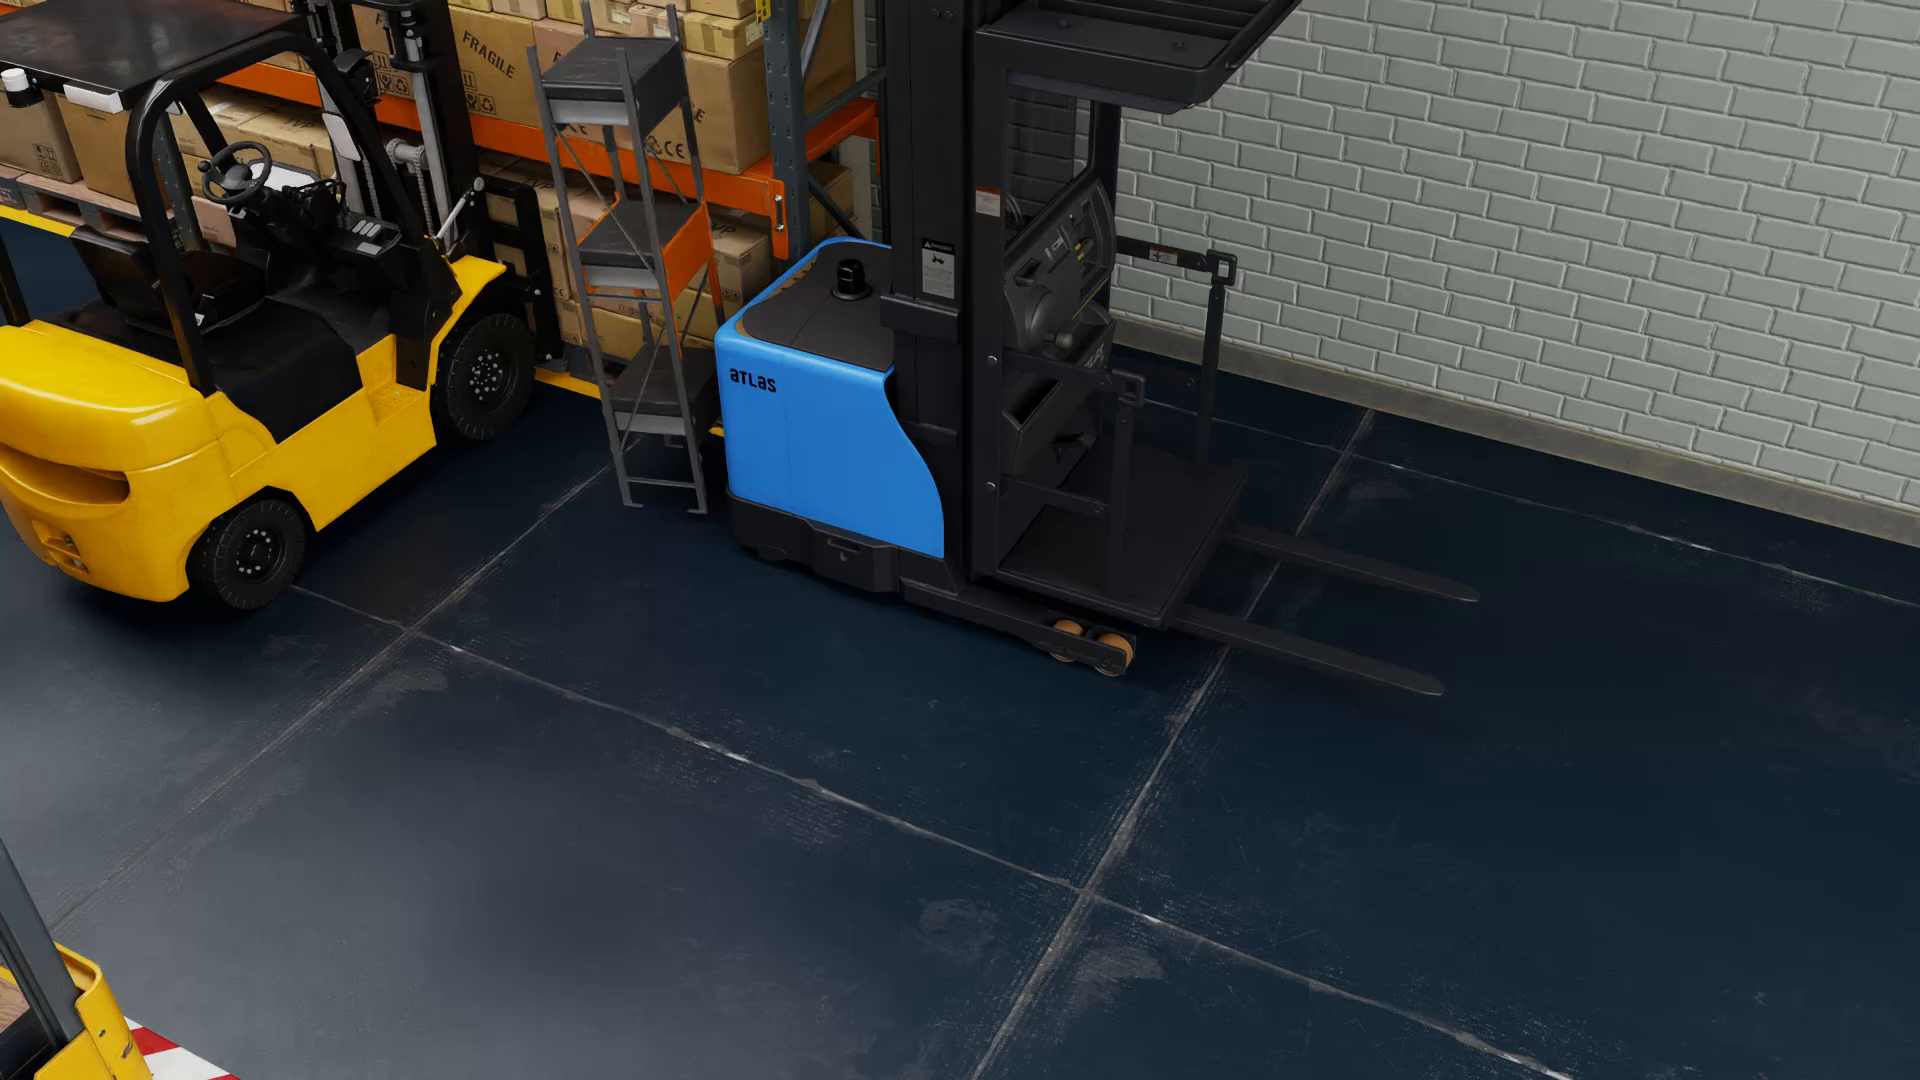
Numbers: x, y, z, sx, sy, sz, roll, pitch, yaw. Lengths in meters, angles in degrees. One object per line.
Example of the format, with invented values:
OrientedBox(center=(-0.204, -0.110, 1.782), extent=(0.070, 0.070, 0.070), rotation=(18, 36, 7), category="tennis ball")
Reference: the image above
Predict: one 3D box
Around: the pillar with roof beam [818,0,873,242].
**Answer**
OrientedBox(center=(-2.698, -2.685, 3.345), extent=(0.400, 9.000, 9.100), rotation=(17, 41, 21), category="pillar with roof beam")

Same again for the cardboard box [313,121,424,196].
OrientedBox(center=(-2.884, -1.929, 8.411), extent=(0.500, 0.250, 0.500), rotation=(19, 41, 23), category="cardboard box")

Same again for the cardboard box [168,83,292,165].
OrientedBox(center=(-3.781, -2.209, 8.779), extent=(0.500, 0.250, 0.500), rotation=(17, 40, 21), category="cardboard box")

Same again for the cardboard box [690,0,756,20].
OrientedBox(center=(-0.929, -2.333, 6.977), extent=(0.250, 0.149, 0.380), rotation=(17, 41, 22), category="cardboard box")

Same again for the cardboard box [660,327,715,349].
OrientedBox(center=(-1.077, -0.963, 7.964), extent=(0.500, 0.250, 0.500), rotation=(18, 41, 22), category="cardboard box")

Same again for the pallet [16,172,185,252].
OrientedBox(center=(-4.738, -2.115, 9.862), extent=(1.213, 0.211, 1.003), rotation=(17, 41, 21), category="pallet")

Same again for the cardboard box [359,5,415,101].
OrientedBox(center=(-2.435, -2.391, 7.836), extent=(0.500, 0.500, 0.500), rotation=(18, 41, 22), category="cardboard box")

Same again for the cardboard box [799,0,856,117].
OrientedBox(center=(-0.826, -2.256, 7.659), extent=(0.500, 0.500, 0.500), rotation=(19, 41, 23), category="cardboard box")

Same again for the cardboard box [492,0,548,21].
OrientedBox(center=(-1.867, -2.458, 7.388), extent=(0.250, 0.149, 0.380), rotation=(16, 40, 20), category="cardboard box")

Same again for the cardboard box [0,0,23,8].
OrientedBox(center=(-5.083, -3.119, 9.002), extent=(0.500, 0.250, 0.500), rotation=(17, 40, 21), category="cardboard box")

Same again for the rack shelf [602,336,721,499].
OrientedBox(center=(-1.269, -0.550, 7.395), extent=(0.431, 0.518, 0.480), rotation=(6, 37, 13), category="rack shelf")

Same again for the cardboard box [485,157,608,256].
OrientedBox(center=(-1.975, -1.634, 8.022), extent=(0.500, 0.250, 0.500), rotation=(18, 41, 22), category="cardboard box")

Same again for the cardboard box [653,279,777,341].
OrientedBox(center=(-1.090, -1.168, 7.822), extent=(0.500, 0.250, 0.500), rotation=(17, 40, 21), category="cardboard box")

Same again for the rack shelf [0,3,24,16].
OrientedBox(center=(-5.842, -3.311, 9.727), extent=(4.000, 0.370, 1.077), rotation=(17, 41, 21), category="rack shelf")

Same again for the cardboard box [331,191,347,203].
OrientedBox(center=(-2.889, -1.728, 8.559), extent=(0.500, 0.250, 0.500), rotation=(17, 40, 21), category="cardboard box")

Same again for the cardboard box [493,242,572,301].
OrientedBox(center=(-1.999, -1.446, 8.187), extent=(0.500, 0.250, 0.500), rotation=(16, 40, 20), category="cardboard box")

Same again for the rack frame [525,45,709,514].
OrientedBox(center=(-1.368, -0.982, 6.785), extent=(0.400, 2.100, 0.015), rotation=(6, 37, 13), category="rack frame")

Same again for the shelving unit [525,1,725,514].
OrientedBox(center=(-1.309, -1.125, 6.974), extent=(0.431, 2.100, 0.503), rotation=(6, 37, 13), category="shelving unit")

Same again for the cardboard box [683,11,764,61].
OrientedBox(center=(-0.951, -2.174, 7.014), extent=(0.250, 0.149, 0.380), rotation=(18, 41, 22), category="cardboard box")

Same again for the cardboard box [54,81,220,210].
OrientedBox(center=(-4.534, -2.402, 9.551), extent=(0.625, 0.625, 0.875), rotation=(19, 41, 23), category="cardboard box")

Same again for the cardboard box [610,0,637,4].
OrientedBox(center=(-1.407, -2.443, 7.122), extent=(0.250, 0.149, 0.380), rotation=(18, 41, 22), category="cardboard box")

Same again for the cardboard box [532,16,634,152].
OrientedBox(center=(-1.528, -2.115, 7.472), extent=(0.500, 0.500, 0.500), rotation=(19, 41, 23), category="cardboard box")

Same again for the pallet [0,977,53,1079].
OrientedBox(center=(-3.566, 1.581, 4.993), extent=(1.213, 0.211, 1.003), rotation=(17, 41, 21), category="pallet")

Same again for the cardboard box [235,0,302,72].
OrientedBox(center=(-3.322, -2.682, 8.220), extent=(0.500, 0.500, 0.500), rotation=(18, 41, 22), category="cardboard box")

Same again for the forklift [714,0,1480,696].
OrientedBox(center=(0.562, -1.001, 6.144), extent=(3.031, 2.935, 1.130), rotation=(17, 40, 21), category="forklift")

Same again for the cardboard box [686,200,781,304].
OrientedBox(center=(-1.066, -1.361, 7.661), extent=(0.500, 0.250, 0.500), rotation=(19, 41, 23), category="cardboard box")

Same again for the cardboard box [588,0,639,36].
OrientedBox(center=(-1.394, -2.334, 7.225), extent=(0.250, 0.149, 0.380), rotation=(18, 41, 22), category="cardboard box")

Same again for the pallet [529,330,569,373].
OrientedBox(center=(-2.292, -1.349, 8.853), extent=(1.213, 0.211, 1.003), rotation=(17, 41, 21), category="pallet")

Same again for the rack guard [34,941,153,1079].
OrientedBox(center=(-2.861, 1.711, 4.583), extent=(0.348, 0.500, 1.175), rotation=(17, 41, 21), category="rack guard")

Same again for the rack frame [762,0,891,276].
OrientedBox(center=(-0.514, -1.930, 7.311), extent=(0.127, 3.000, 1.000), rotation=(17, 41, 21), category="rack frame")

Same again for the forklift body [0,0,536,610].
OrientedBox(center=(-3.037, -1.139, 6.972), extent=(1.214, 2.155, 2.313), rotation=(17, 41, 21), category="forklift body")

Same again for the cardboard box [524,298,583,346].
OrientedBox(center=(-1.954, -1.250, 8.343), extent=(0.500, 0.250, 0.500), rotation=(18, 41, 22), category="cardboard box")
